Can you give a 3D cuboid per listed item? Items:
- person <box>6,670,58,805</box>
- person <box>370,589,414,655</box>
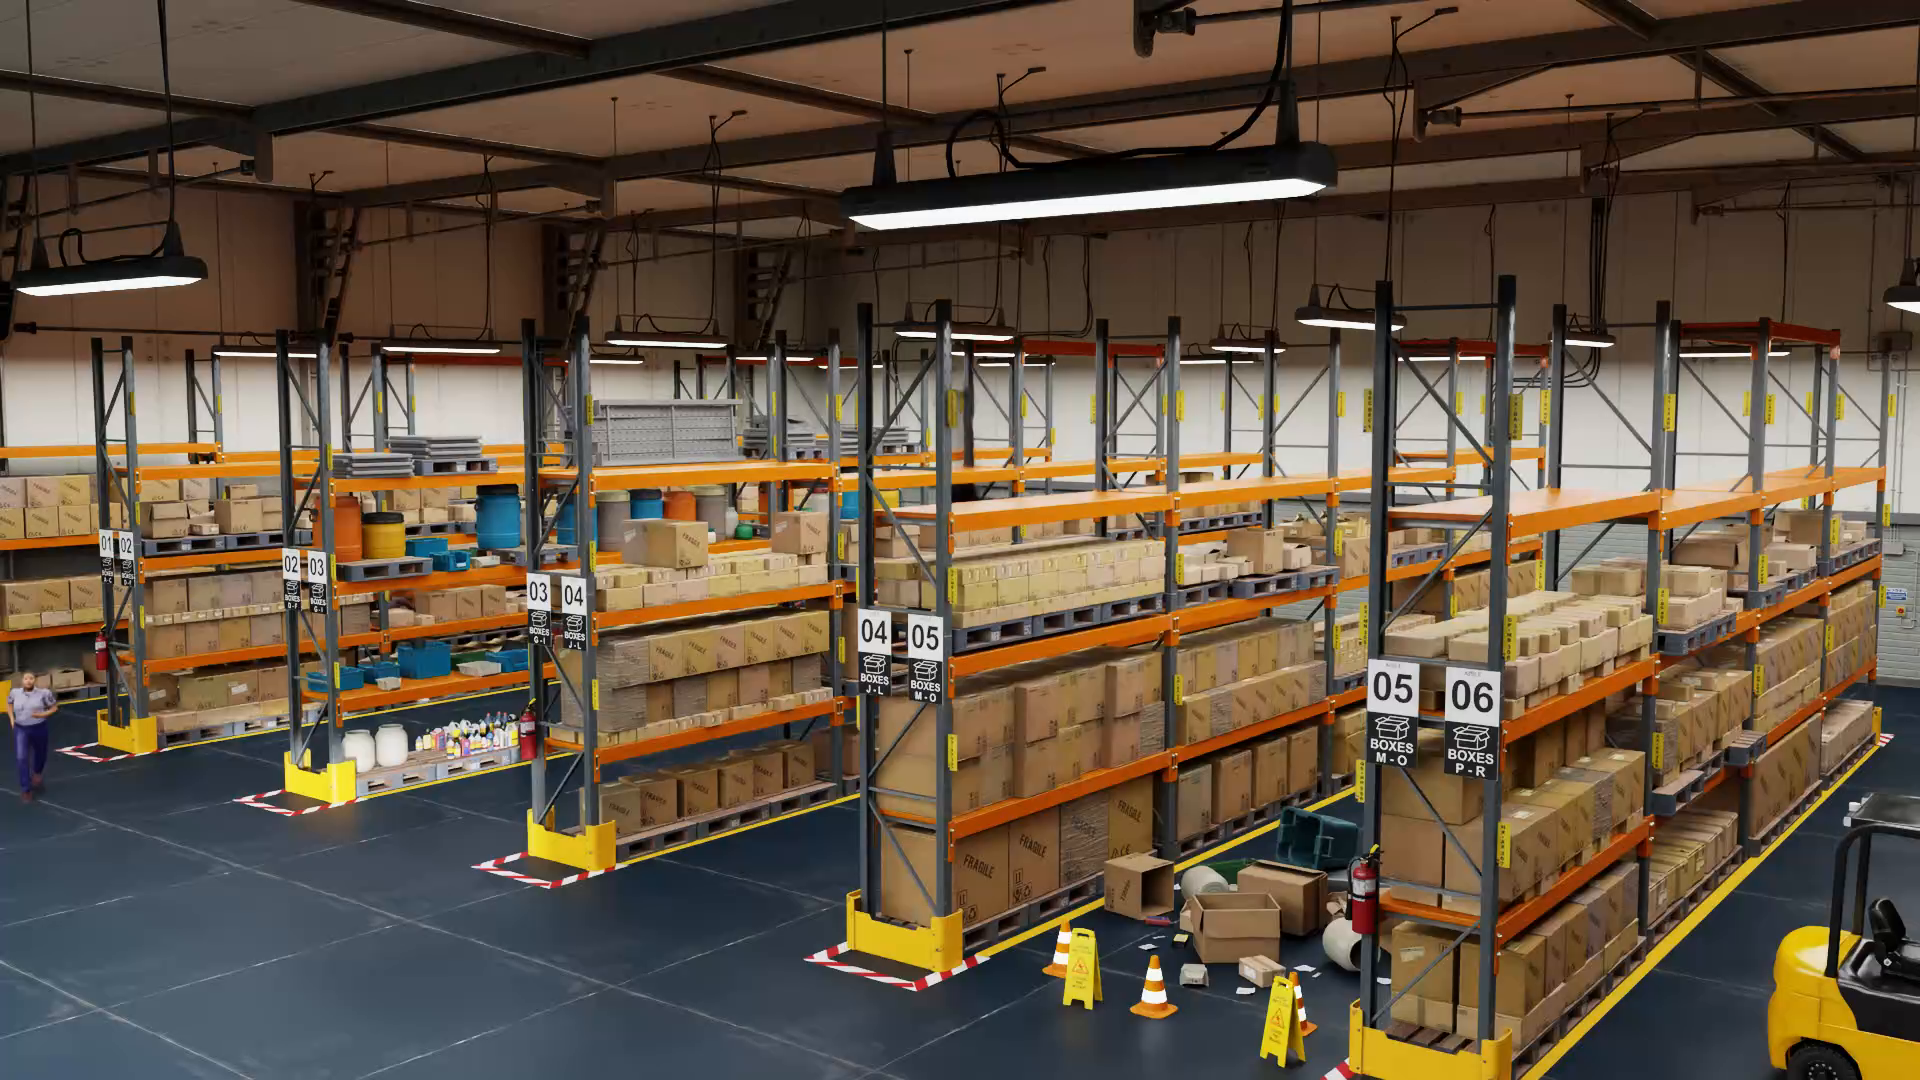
[{"bbox_3d":[-11.946,2.507,21.434,0.573,1.703,0.988,-3,6,-31],"label":"person"},{"bbox_3d":[-10.210,1.689,29.856,0.640,1.835,0.907,3,6,31],"label":"person"}]
